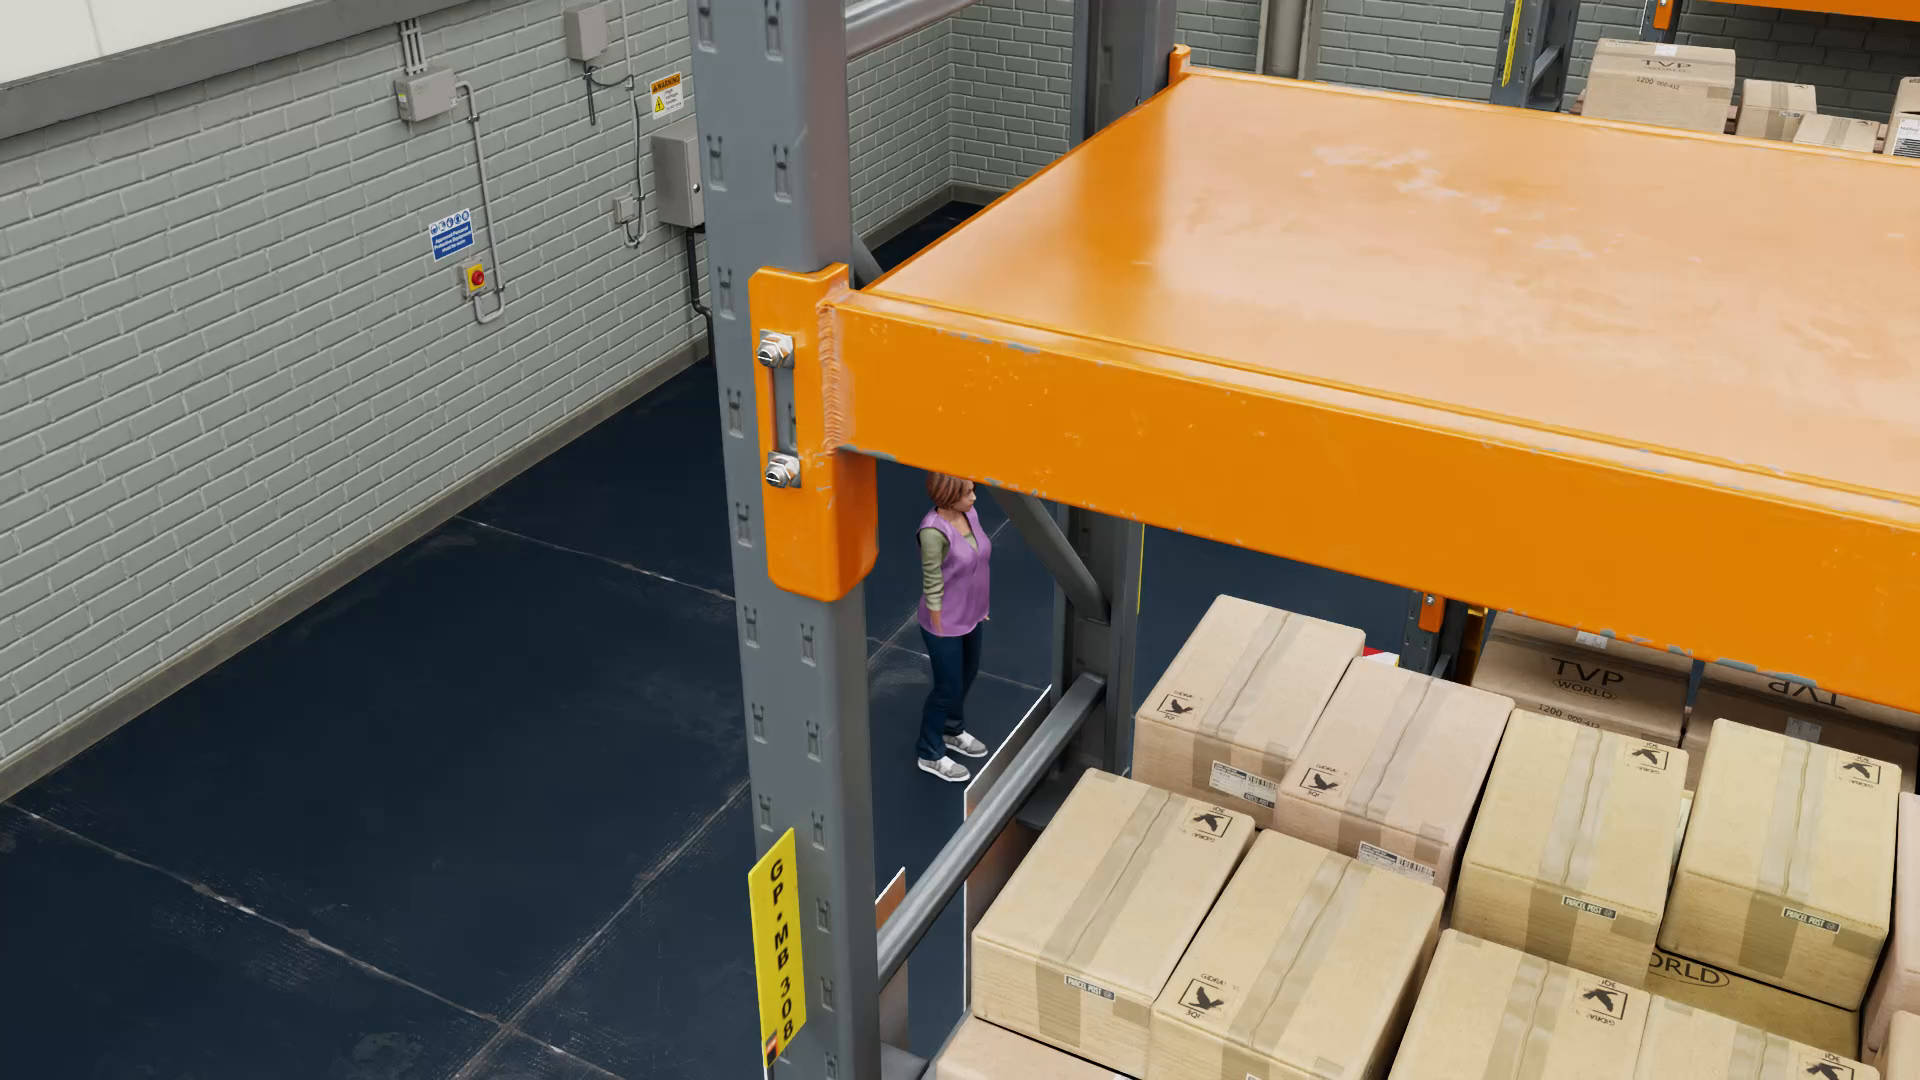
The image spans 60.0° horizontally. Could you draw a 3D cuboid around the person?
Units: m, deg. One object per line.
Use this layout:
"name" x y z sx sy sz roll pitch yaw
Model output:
"person" -0.028 0.363 7.549 0.312 1.591 0.405 15 34 24
